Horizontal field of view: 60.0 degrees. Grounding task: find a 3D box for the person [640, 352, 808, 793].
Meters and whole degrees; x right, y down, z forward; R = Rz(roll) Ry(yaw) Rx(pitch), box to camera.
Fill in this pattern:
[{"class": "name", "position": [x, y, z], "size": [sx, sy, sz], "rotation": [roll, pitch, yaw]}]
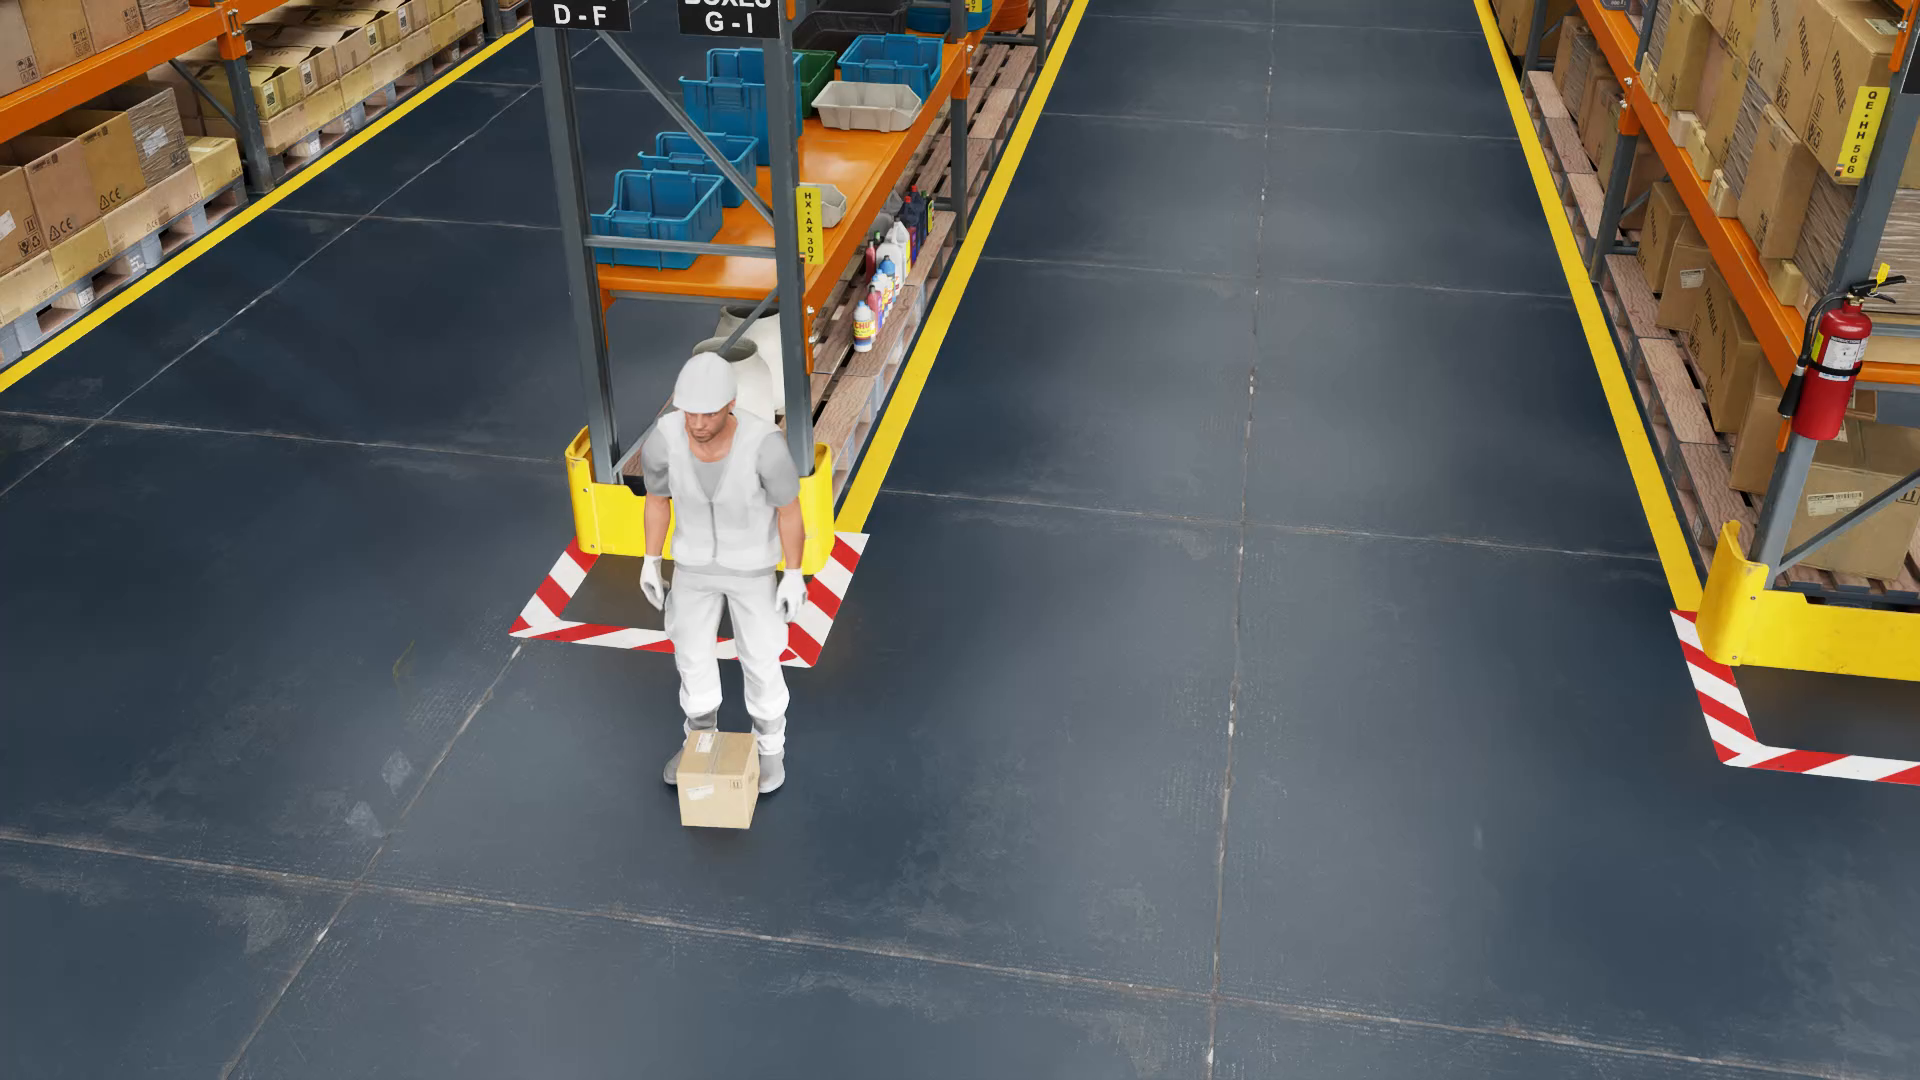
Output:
[{"class": "person", "position": [-0.844, 0.121, 5.930], "size": [0.611, 1.779, 0.455], "rotation": [5, 32, 8]}]
